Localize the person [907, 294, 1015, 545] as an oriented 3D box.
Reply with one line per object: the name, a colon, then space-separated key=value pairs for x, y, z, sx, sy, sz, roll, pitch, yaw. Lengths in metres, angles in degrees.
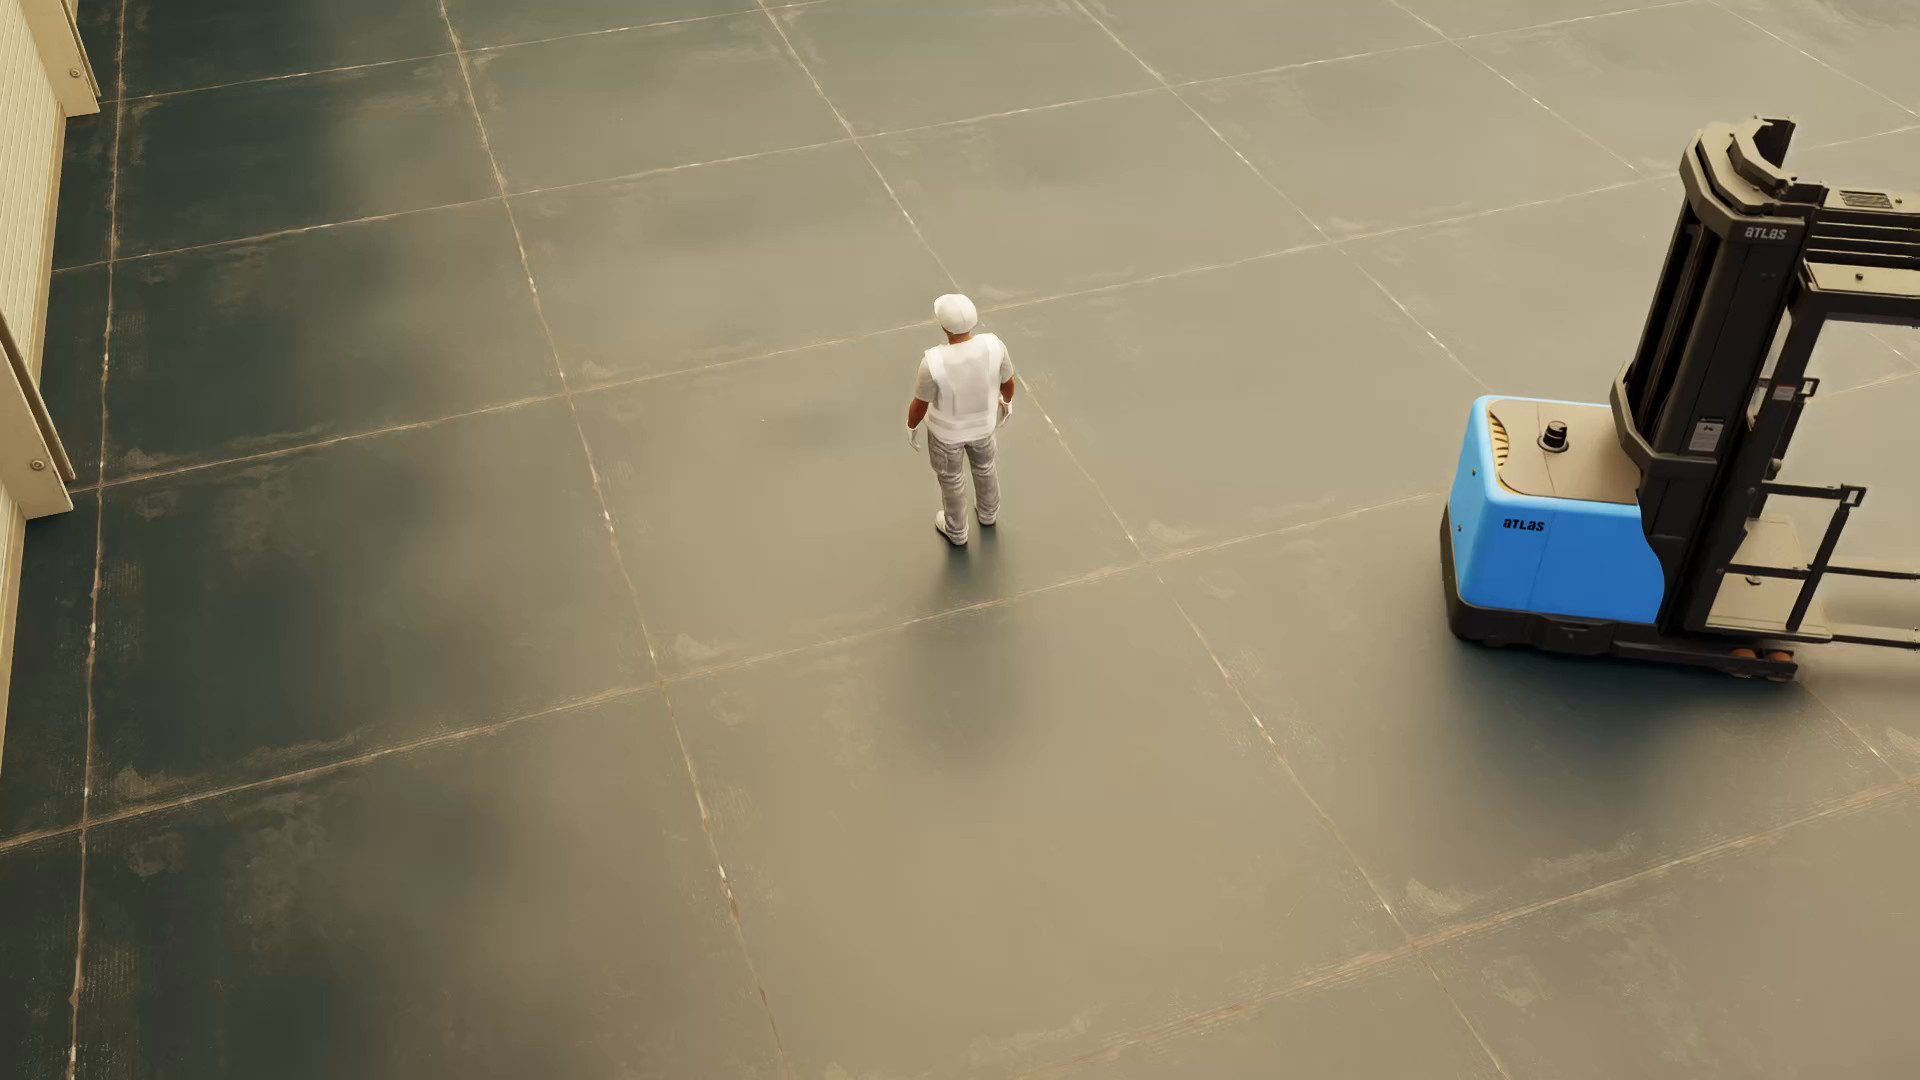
person: x=-0.020 y=-0.740 z=9.758 sx=0.657 sy=1.785 sz=0.557 roll=-13 pitch=42 yaw=-15
